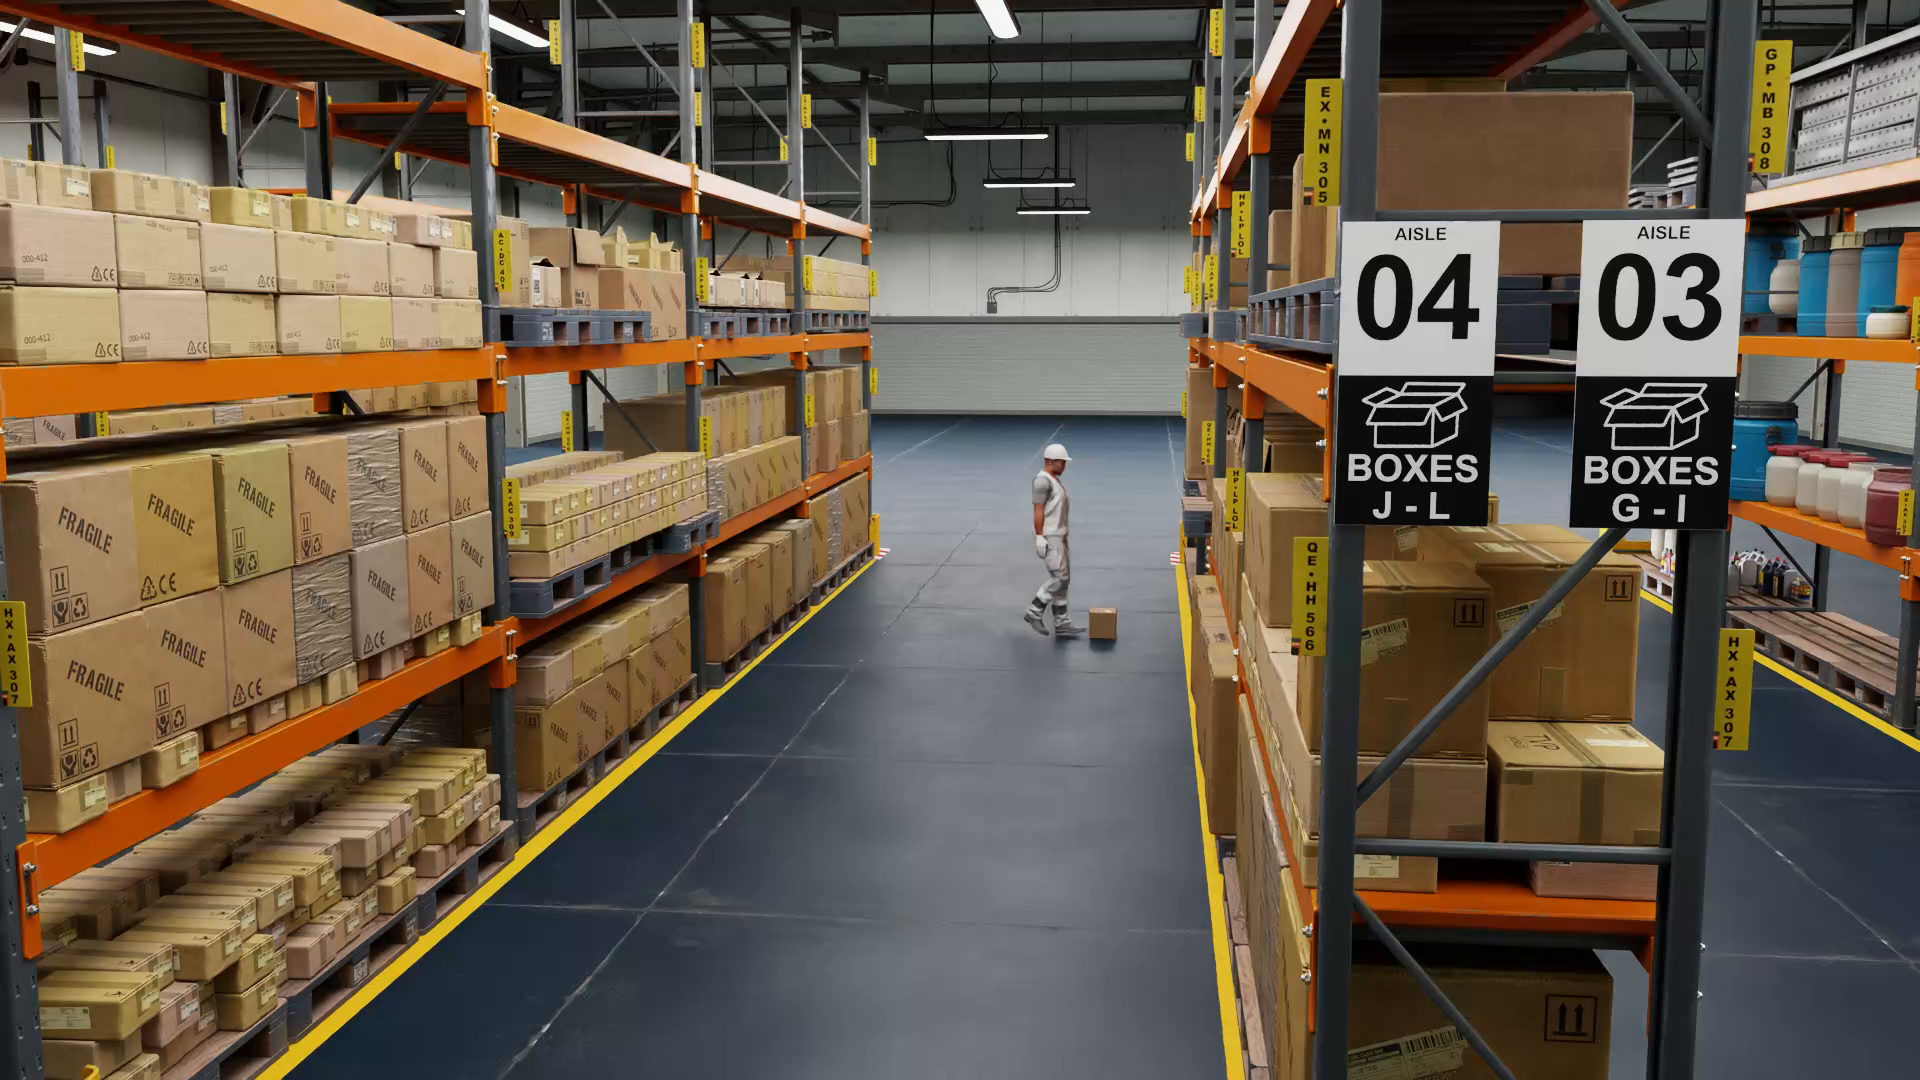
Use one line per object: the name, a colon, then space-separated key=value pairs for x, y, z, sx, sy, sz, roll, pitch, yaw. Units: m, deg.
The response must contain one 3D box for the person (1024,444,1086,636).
person: x=0.912 y=-0.002 z=15.565 sx=0.554 sy=1.785 sz=0.577 roll=3 pitch=8 yaw=19
